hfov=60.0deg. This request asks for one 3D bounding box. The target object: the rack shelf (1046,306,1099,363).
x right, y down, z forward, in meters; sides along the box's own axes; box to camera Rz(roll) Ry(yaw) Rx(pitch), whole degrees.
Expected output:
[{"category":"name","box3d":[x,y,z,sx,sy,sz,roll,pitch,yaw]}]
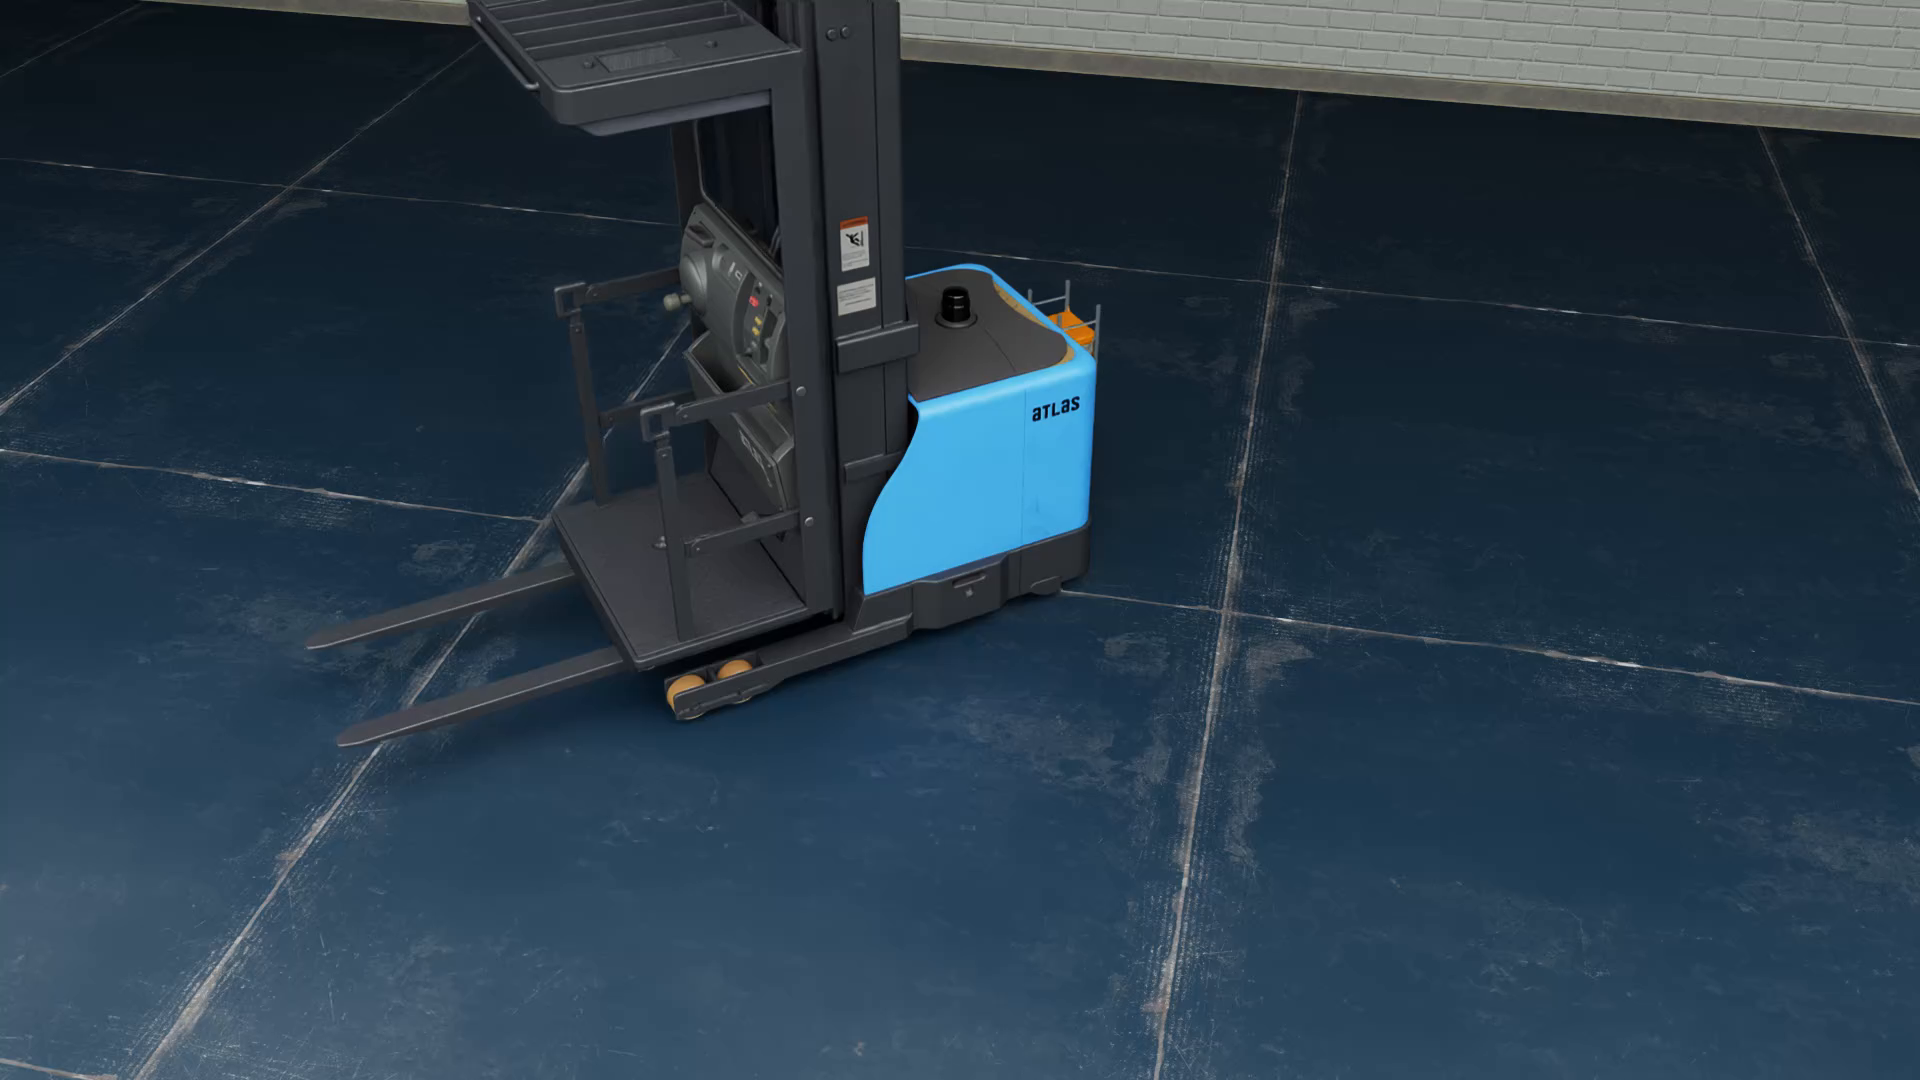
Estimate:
[{"category":"rack shelf","box3d":[0.426,-0.794,6.985,0.215,0.259,0.240,-17,39,-22]}]

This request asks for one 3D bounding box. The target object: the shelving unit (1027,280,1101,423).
[{"category":"shelving unit","box3d":[0.425,-0.573,7.145,0.215,1.050,0.252,-17,39,-22]}]

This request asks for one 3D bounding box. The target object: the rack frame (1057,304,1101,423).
[{"category":"rack frame","box3d":[0.481,-0.509,7.057,0.200,1.050,0.008,-17,39,-22]}]

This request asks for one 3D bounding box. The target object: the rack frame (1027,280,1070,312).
[{"category":"rack frame","box3d":[0.368,-0.636,7.232,0.200,1.050,0.008,-17,39,-22]}]

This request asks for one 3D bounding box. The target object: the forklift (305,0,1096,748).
[{"category":"forklift","box3d":[-1.005,-0.862,5.942,3.031,2.935,1.130,-17,39,-22]}]
